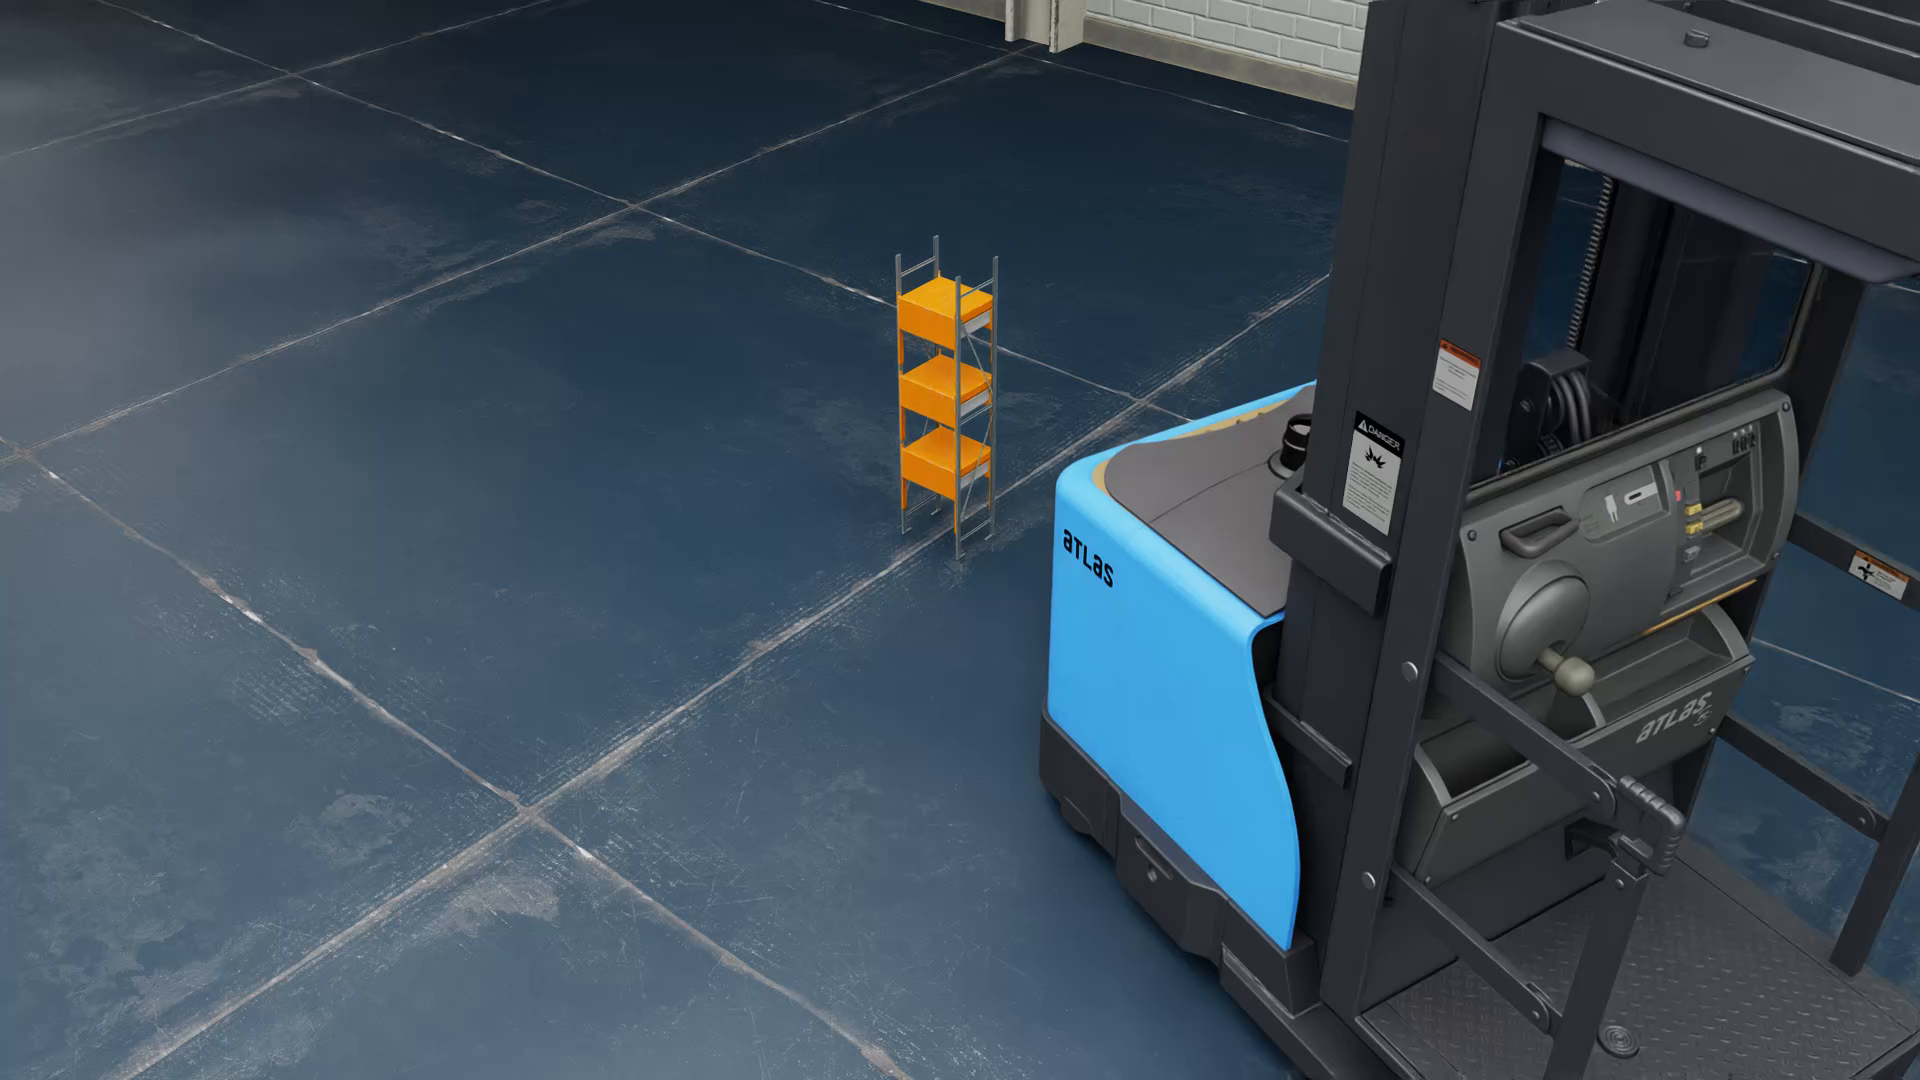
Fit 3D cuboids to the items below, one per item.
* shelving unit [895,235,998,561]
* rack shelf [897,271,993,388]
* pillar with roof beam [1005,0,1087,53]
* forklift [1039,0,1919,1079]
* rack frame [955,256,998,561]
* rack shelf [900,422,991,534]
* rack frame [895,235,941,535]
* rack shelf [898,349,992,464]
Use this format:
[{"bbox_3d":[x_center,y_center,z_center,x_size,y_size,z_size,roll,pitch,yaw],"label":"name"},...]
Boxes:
[{"bbox_3d":[-0.041,-0.452,5.481,0.252,1.050,0.215,25,42,32],"label":"shelving unit"},{"bbox_3d":[-0.041,-0.677,5.326,0.240,0.259,0.215,25,42,32],"label":"rack shelf"},{"bbox_3d":[-2.231,-4.912,4.953,0.400,9.000,9.100,25,42,32],"label":"pillar with roof beam"},{"bbox_3d":[1.420,0.062,3.070,1.130,2.935,3.031,-19,39,-26],"label":"forklift"},{"bbox_3d":[0.053,-0.408,5.417,0.008,1.050,0.200,25,42,32],"label":"rack frame"},{"bbox_3d":[-0.041,-0.214,5.644,0.240,0.259,0.215,25,42,32],"label":"rack shelf"},{"bbox_3d":[-0.135,-0.496,5.545,0.008,1.050,0.200,25,42,32],"label":"rack frame"},{"bbox_3d":[-0.041,-0.443,5.487,0.240,0.259,0.215,25,42,32],"label":"rack shelf"}]
